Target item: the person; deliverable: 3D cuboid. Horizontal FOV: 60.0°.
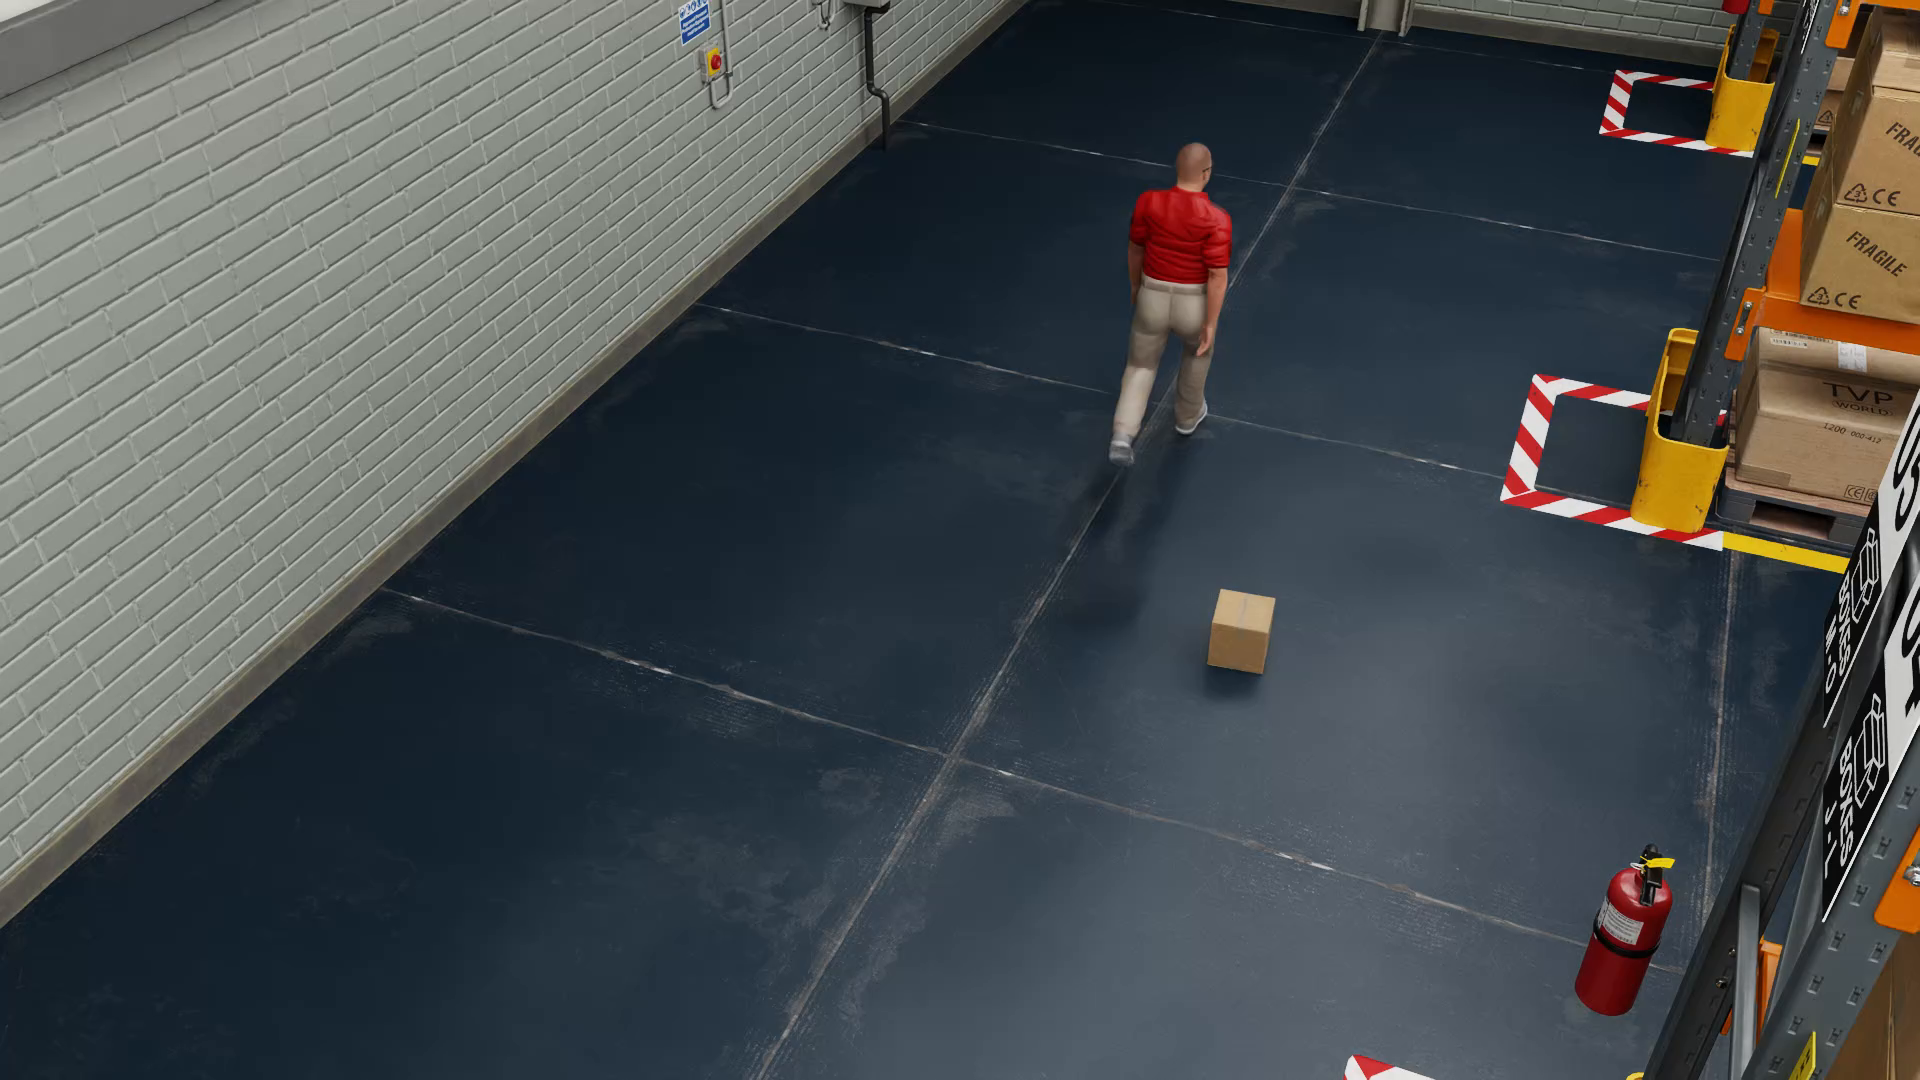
[{"bbox_3d":[1.067,-1.173,8.358,0.539,1.682,0.941,13,39,16],"label":"person"}]
